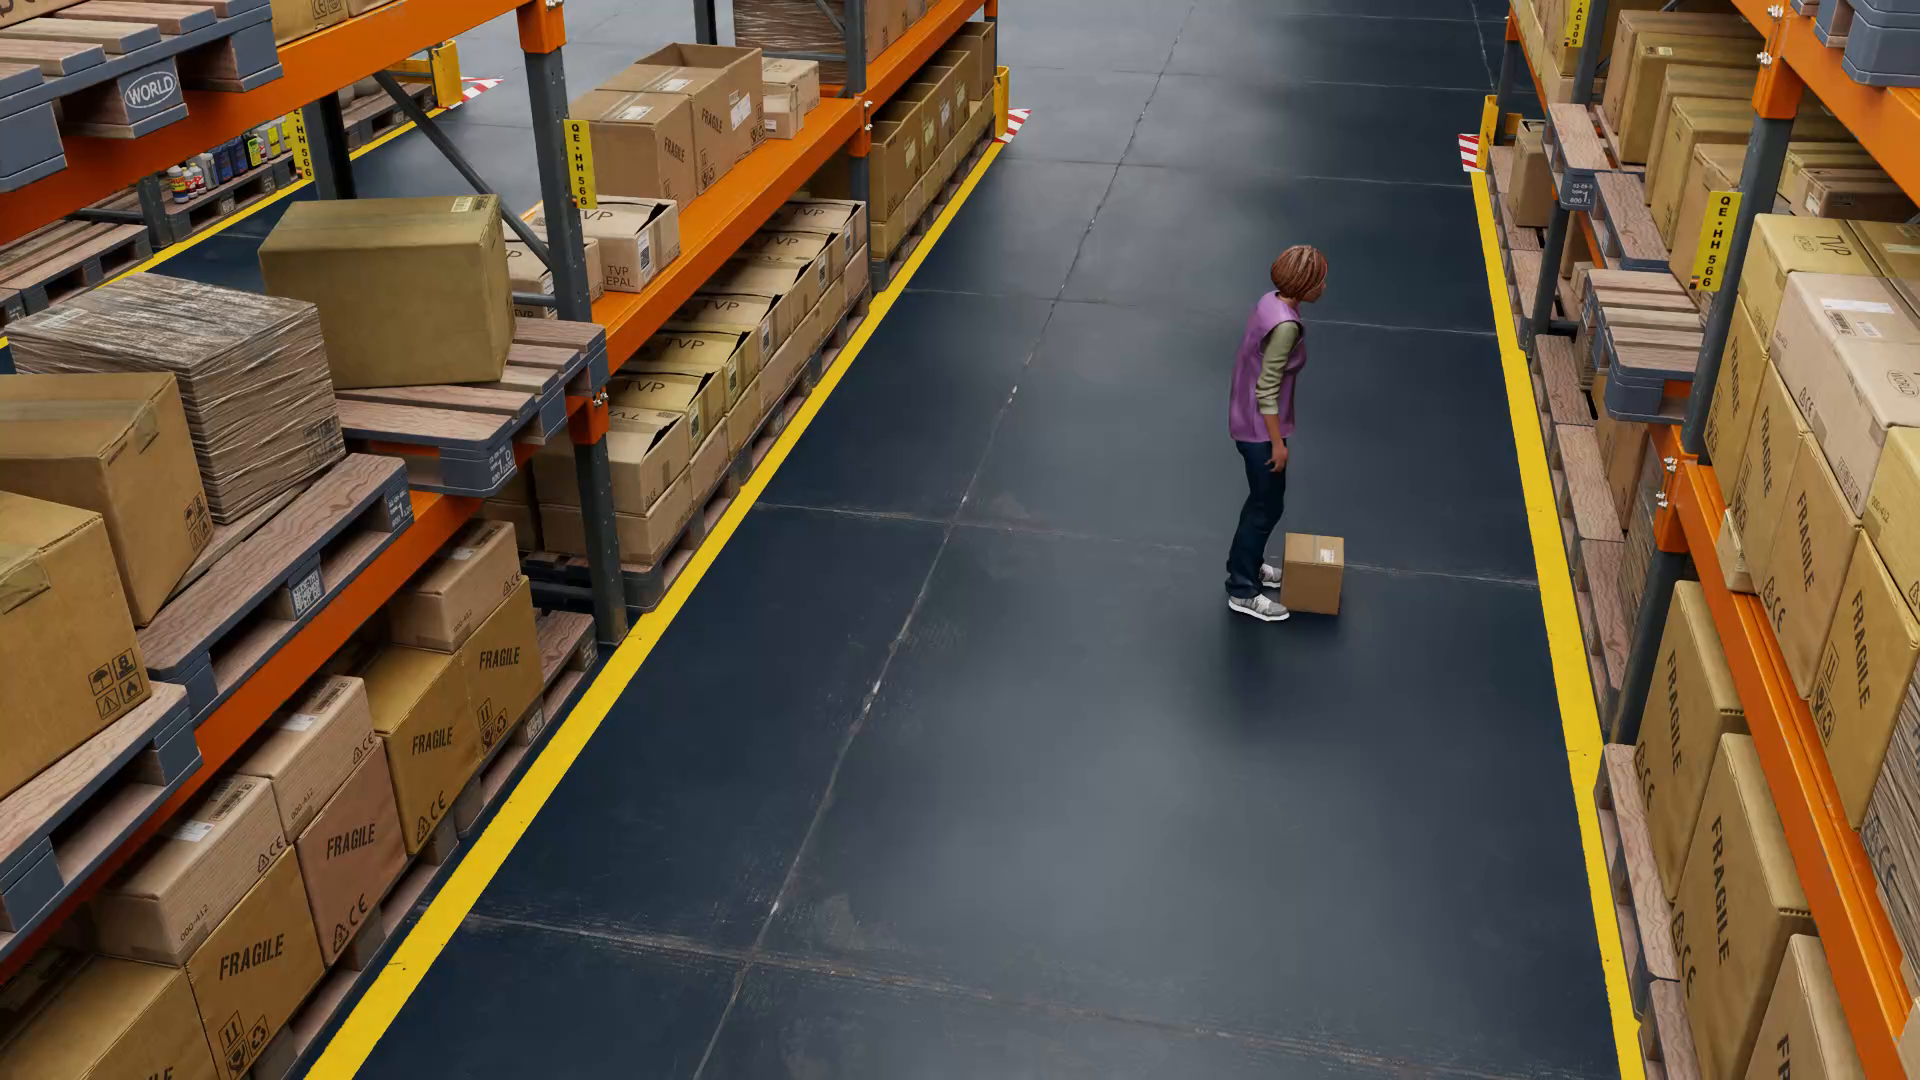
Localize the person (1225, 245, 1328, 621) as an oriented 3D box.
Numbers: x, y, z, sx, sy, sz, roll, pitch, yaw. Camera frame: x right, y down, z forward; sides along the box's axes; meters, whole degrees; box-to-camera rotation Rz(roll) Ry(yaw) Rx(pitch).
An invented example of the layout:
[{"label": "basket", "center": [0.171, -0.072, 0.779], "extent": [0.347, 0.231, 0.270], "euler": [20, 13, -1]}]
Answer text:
[{"label": "person", "center": [1.293, -0.462, 6.963], "extent": [0.343, 1.593, 0.485], "euler": [4, 29, 8]}]
